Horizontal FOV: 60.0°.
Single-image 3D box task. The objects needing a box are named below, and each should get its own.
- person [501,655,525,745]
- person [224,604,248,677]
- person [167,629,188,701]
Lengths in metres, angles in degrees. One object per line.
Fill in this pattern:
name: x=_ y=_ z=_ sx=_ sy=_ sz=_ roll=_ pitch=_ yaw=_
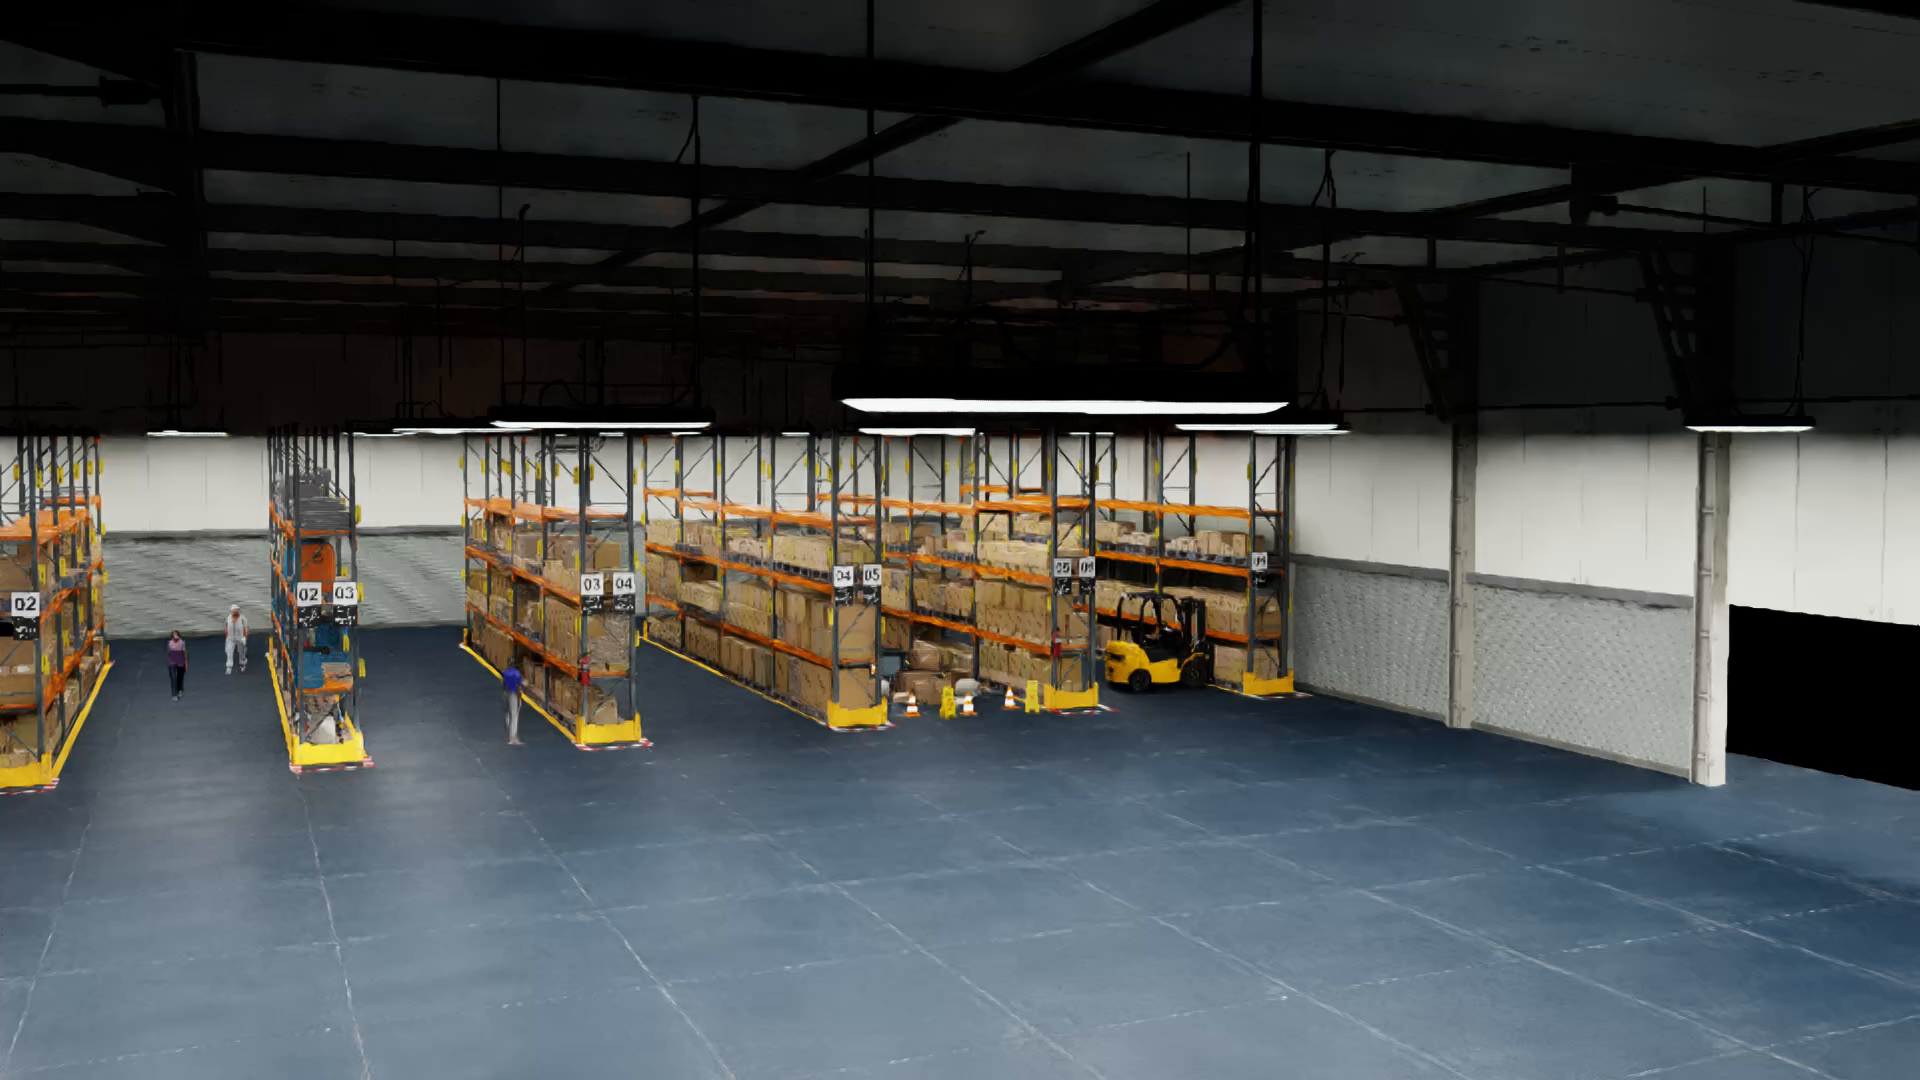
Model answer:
person: x=-8.340 y=2.979 z=31.095 sx=0.544 sy=1.667 sz=0.437 roll=3 pitch=4 yaw=36
person: x=-17.430 y=2.393 z=40.046 sx=0.561 sy=1.724 sz=1.028 roll=-1 pitch=4 yaw=-13
person: x=-17.149 y=2.714 z=36.468 sx=0.432 sy=1.535 sz=0.948 roll=-2 pitch=4 yaw=-25
